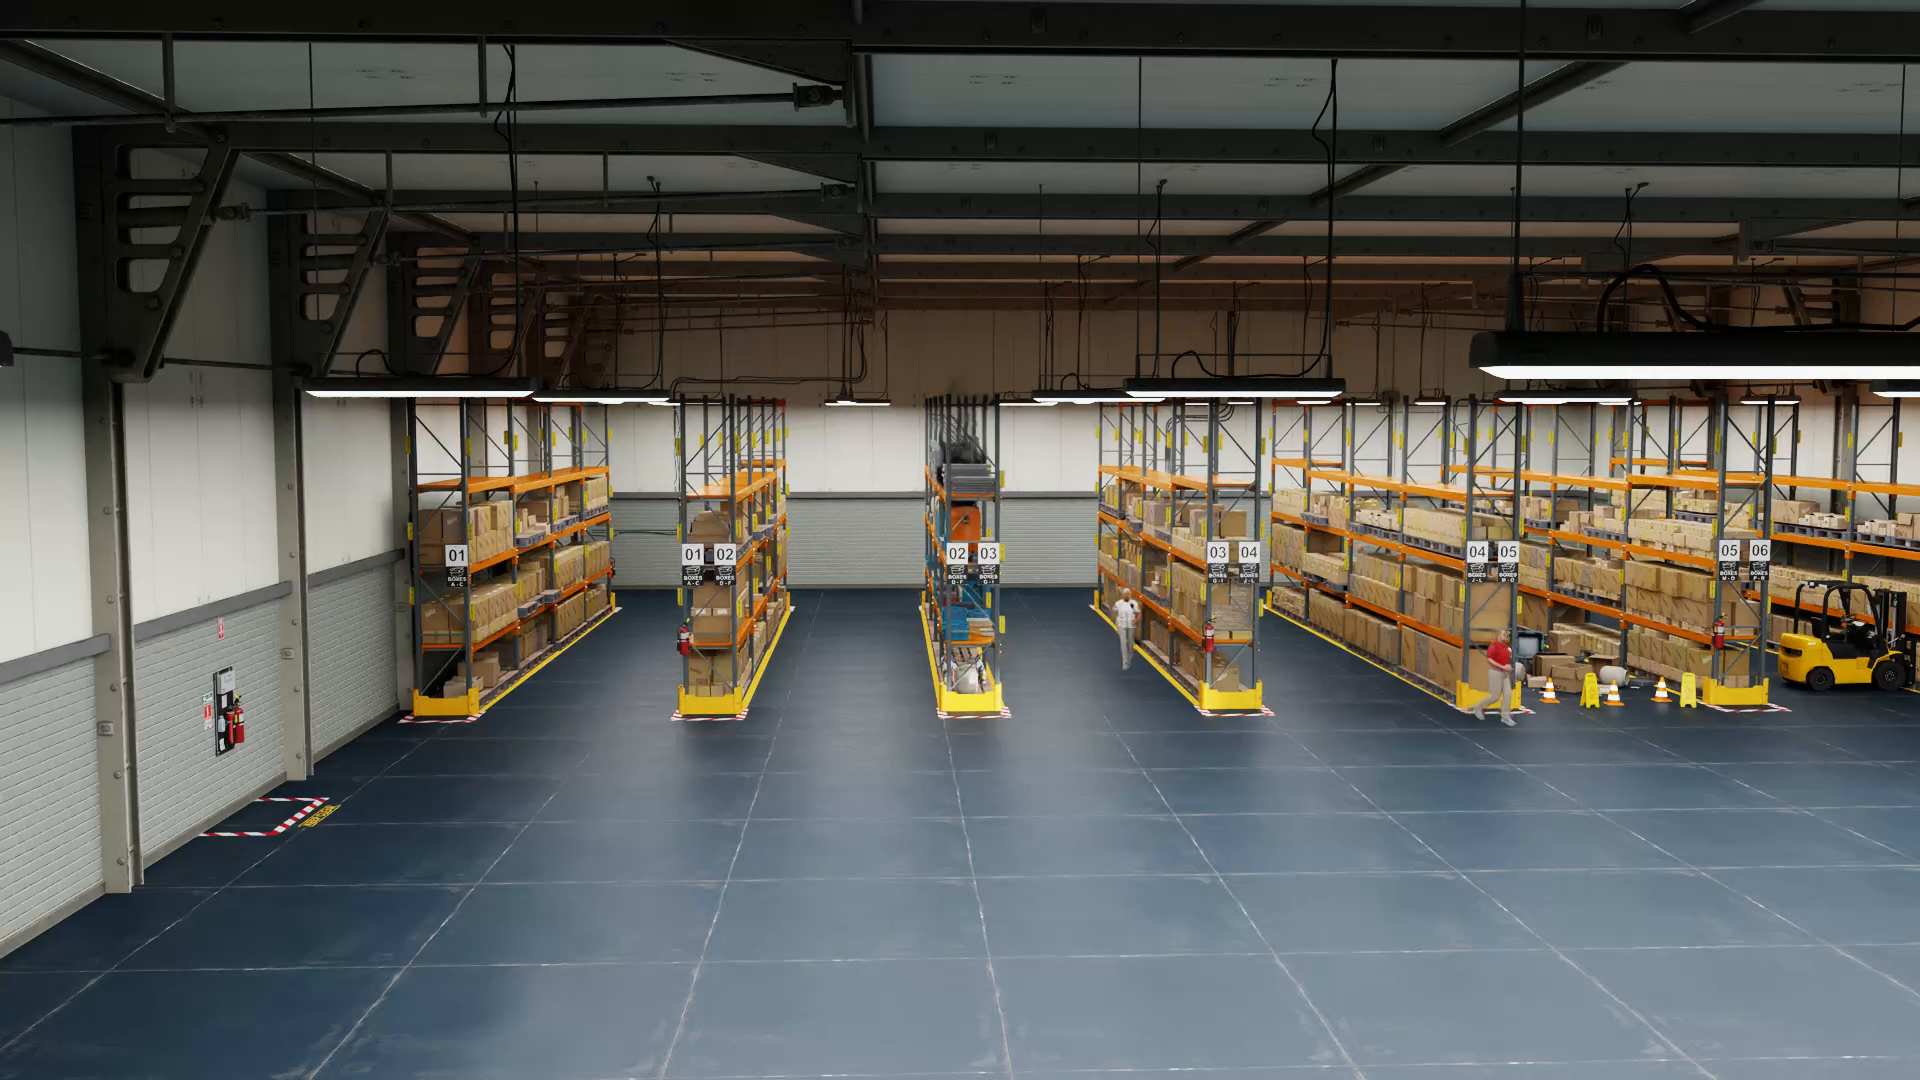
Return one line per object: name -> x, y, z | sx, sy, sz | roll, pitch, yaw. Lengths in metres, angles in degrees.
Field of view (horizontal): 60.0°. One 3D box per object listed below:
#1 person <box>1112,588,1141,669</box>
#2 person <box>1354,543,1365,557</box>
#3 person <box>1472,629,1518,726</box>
person -> 3.507, 1.855, 34.996 | 0.615, 1.686, 0.729 | 0, 5, 2
person -> 11.786, 0.961, 49.095 | 0.956, 1.719, 0.651 | 0, 5, -2
person -> 9.762, 2.485, 30.255 | 0.834, 1.750, 0.663 | 4, 6, 45
